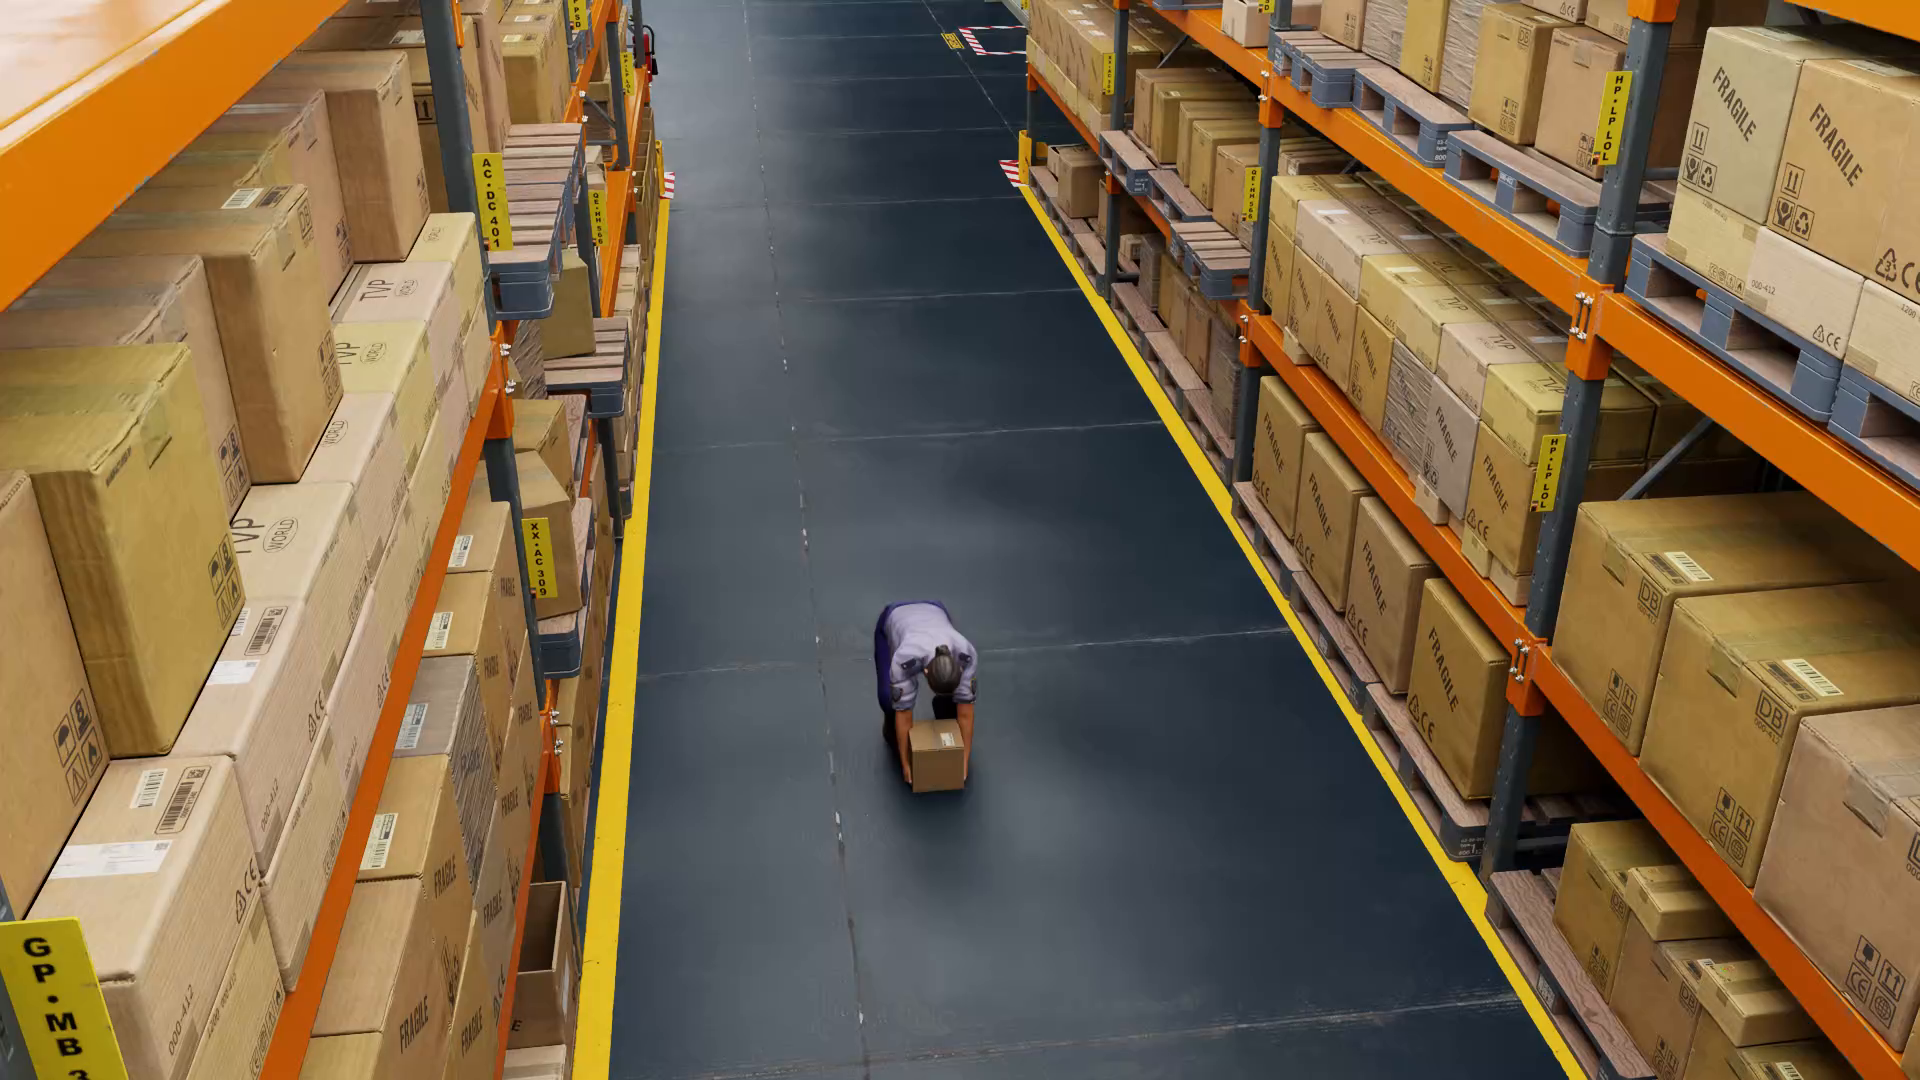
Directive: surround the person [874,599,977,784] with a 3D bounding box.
[{"bbox_3d":[-0.171,0.726,8.249,0.482,0.745,0.817,-4,28,-8],"label":"person"}]
